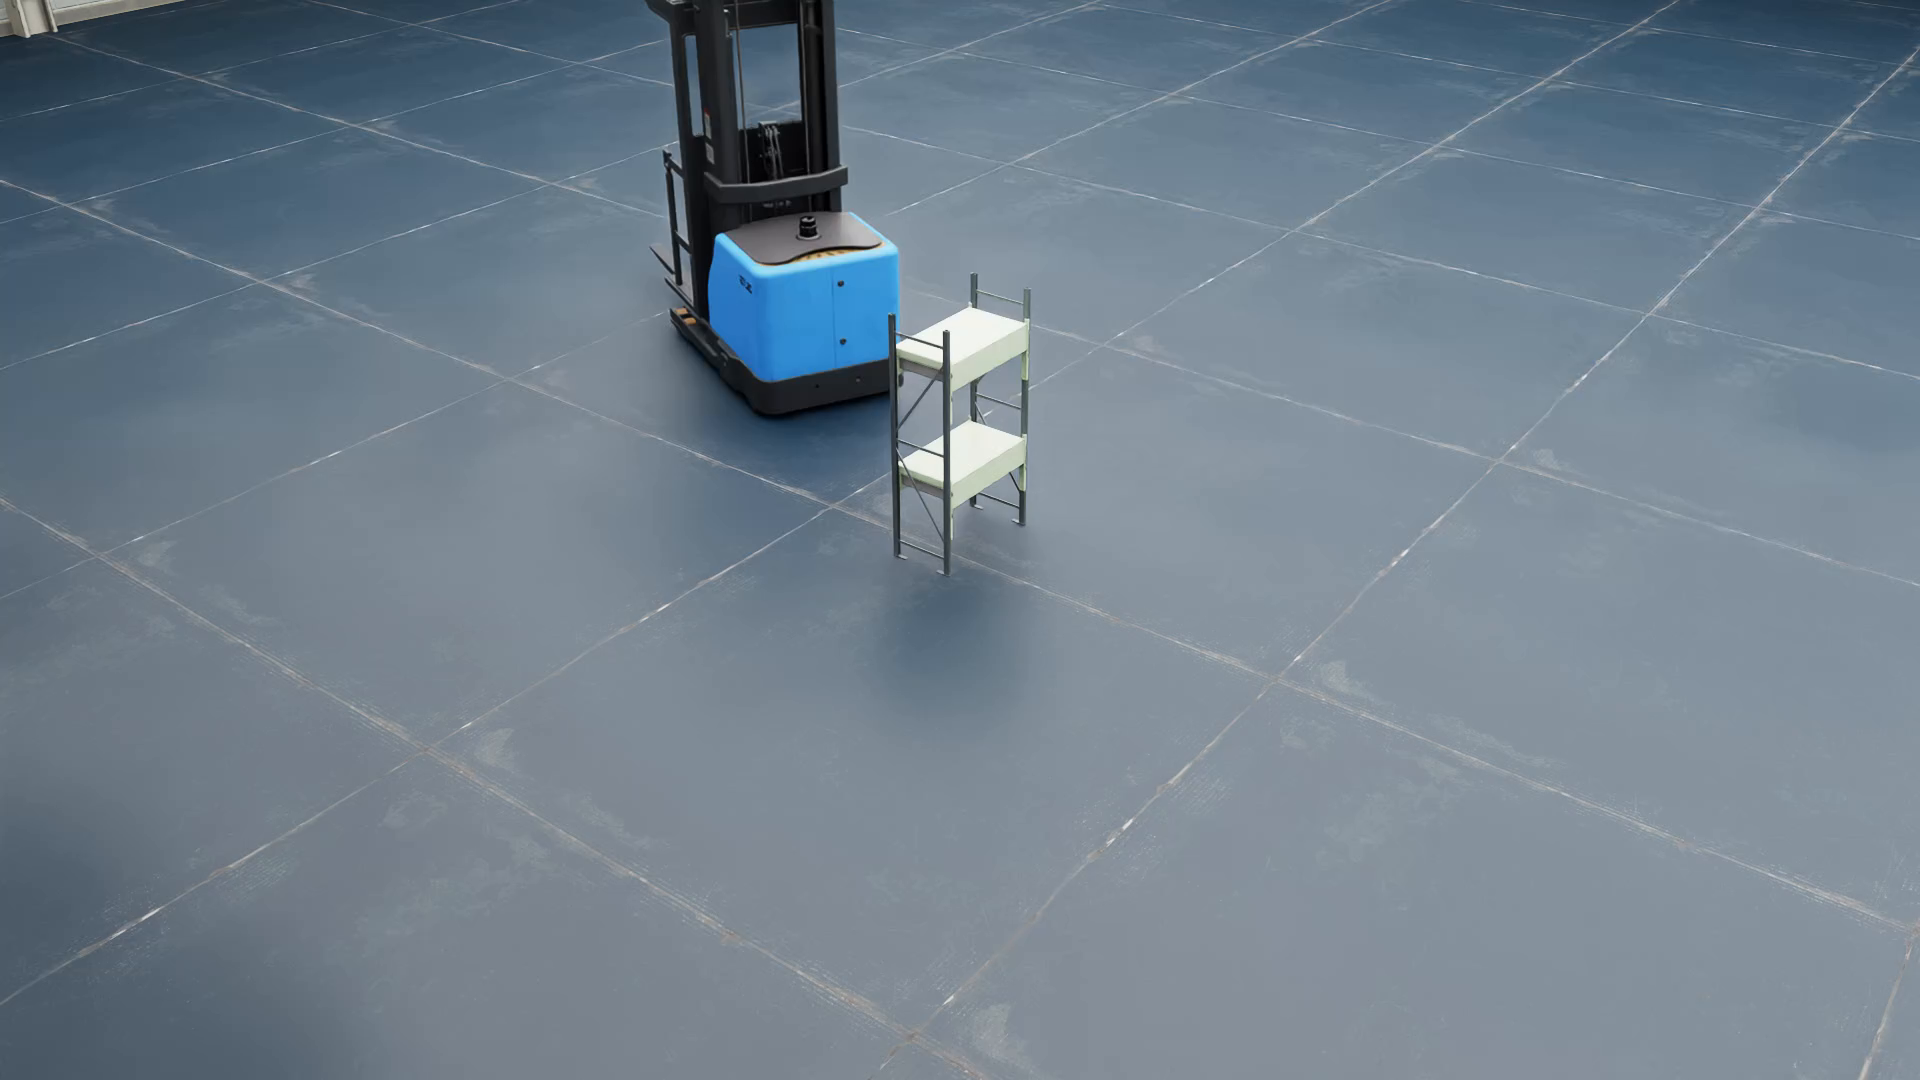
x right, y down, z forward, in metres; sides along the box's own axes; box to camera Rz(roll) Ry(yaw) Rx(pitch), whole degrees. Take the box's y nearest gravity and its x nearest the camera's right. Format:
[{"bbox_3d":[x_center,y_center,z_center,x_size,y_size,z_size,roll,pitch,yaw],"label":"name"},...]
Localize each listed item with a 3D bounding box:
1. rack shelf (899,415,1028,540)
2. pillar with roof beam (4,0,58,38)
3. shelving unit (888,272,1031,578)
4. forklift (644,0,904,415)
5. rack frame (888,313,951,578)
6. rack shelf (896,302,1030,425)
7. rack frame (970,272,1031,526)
[{"bbox_3d":[0.004,-0.367,9.538,0.431,0.370,0.720,21,37,31],"label":"rack shelf"},{"bbox_3d":[-7.742,-8.681,15.572,9.100,9.000,0.400,21,37,31],"label":"pillar with roof beam"},{"bbox_3d":[0.004,-0.648,9.372,0.431,1.500,0.755,21,37,31],"label":"shelving unit"},{"bbox_3d":[-1.500,-2.820,11.633,1.130,2.935,3.031,-14,34,-23],"label":"forklift"},{"bbox_3d":[-0.217,-0.499,9.121,0.400,1.500,0.023,21,37,31],"label":"rack frame"},{"bbox_3d":[0.004,-0.984,9.173,0.431,0.370,0.720,21,37,31],"label":"rack shelf"},{"bbox_3d":[0.225,-0.797,9.623,0.400,1.500,0.023,21,37,31],"label":"rack frame"}]
